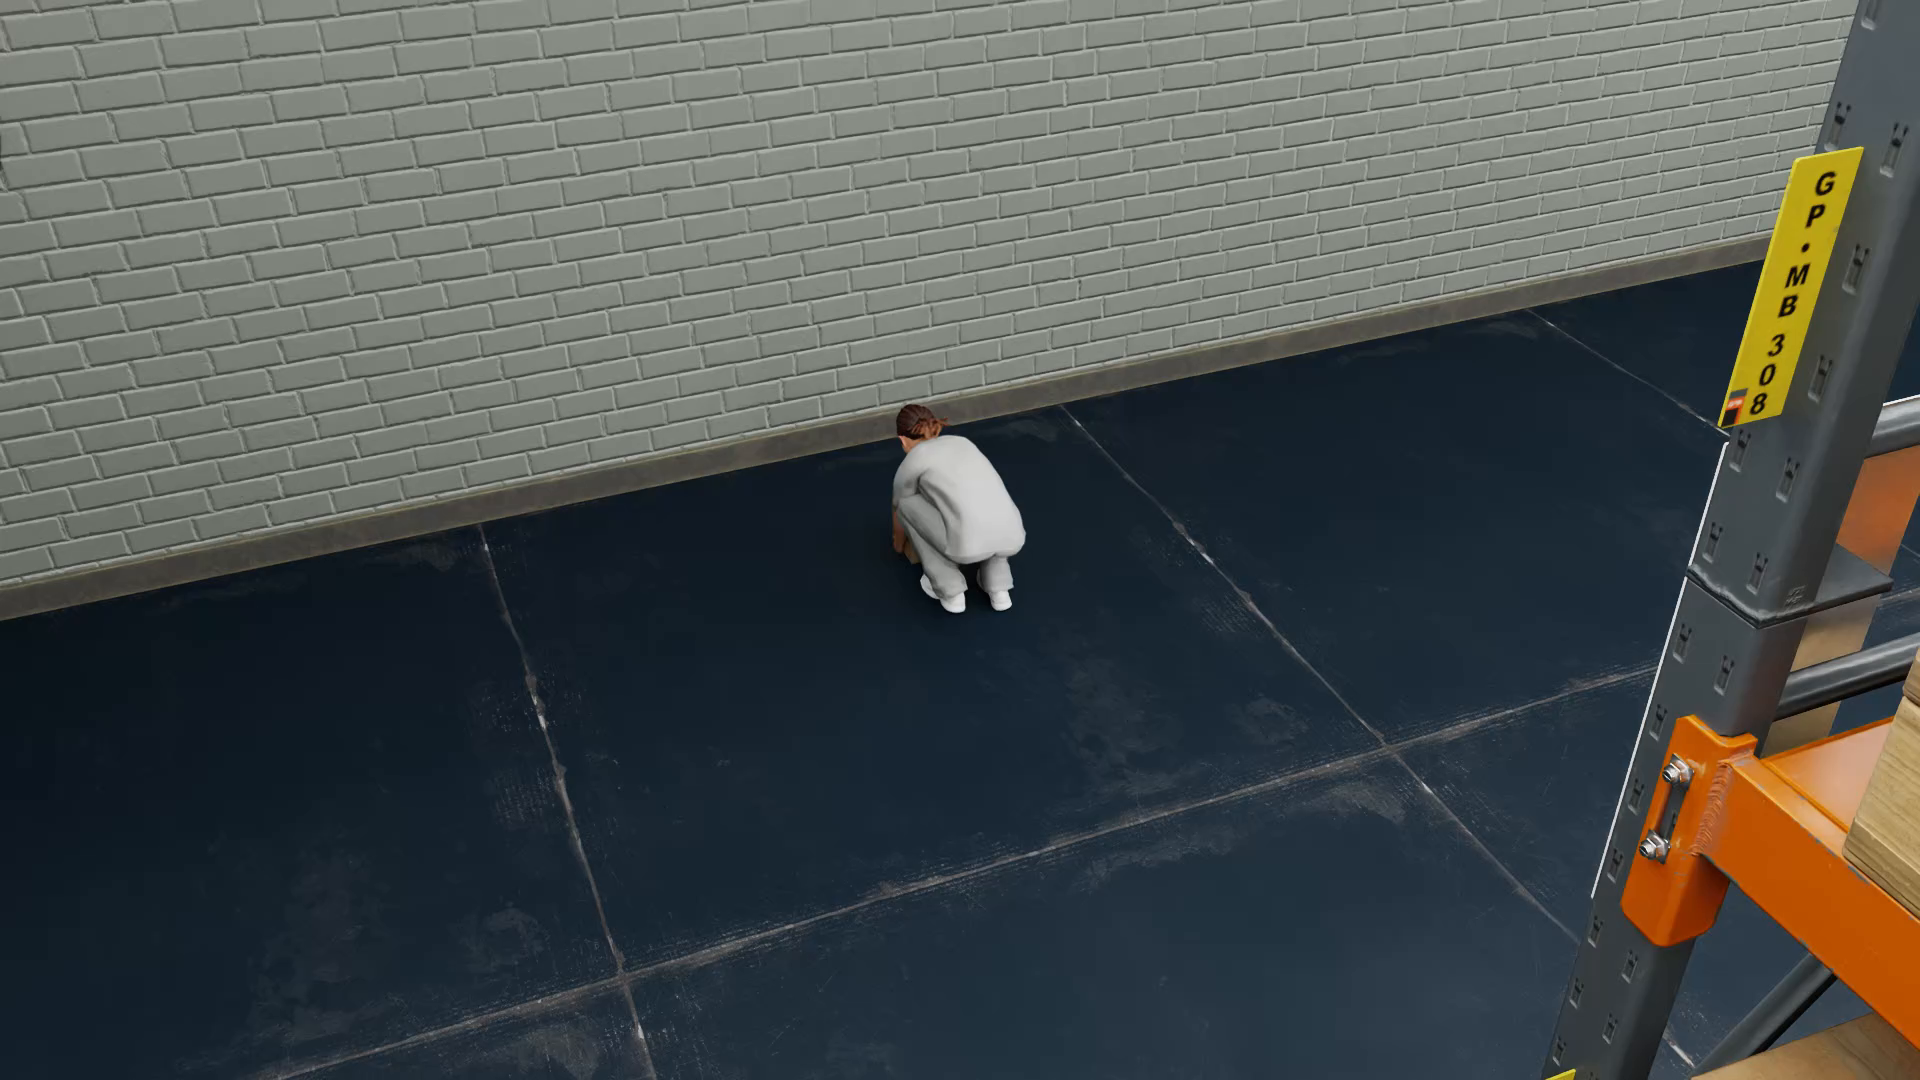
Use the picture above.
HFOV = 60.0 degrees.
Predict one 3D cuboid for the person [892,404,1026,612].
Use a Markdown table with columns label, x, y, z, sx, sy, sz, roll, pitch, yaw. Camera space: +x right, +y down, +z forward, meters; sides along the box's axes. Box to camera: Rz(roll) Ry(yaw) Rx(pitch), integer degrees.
| label | x | y | z | sx | sy | sz | roll | pitch | yaw |
| --- | --- | --- | --- | --- | --- | --- | --- | --- | --- |
| person | -0.028 | -0.107 | 7.201 | 0.459 | 0.816 | 0.836 | -14 | 36 | -19 |
